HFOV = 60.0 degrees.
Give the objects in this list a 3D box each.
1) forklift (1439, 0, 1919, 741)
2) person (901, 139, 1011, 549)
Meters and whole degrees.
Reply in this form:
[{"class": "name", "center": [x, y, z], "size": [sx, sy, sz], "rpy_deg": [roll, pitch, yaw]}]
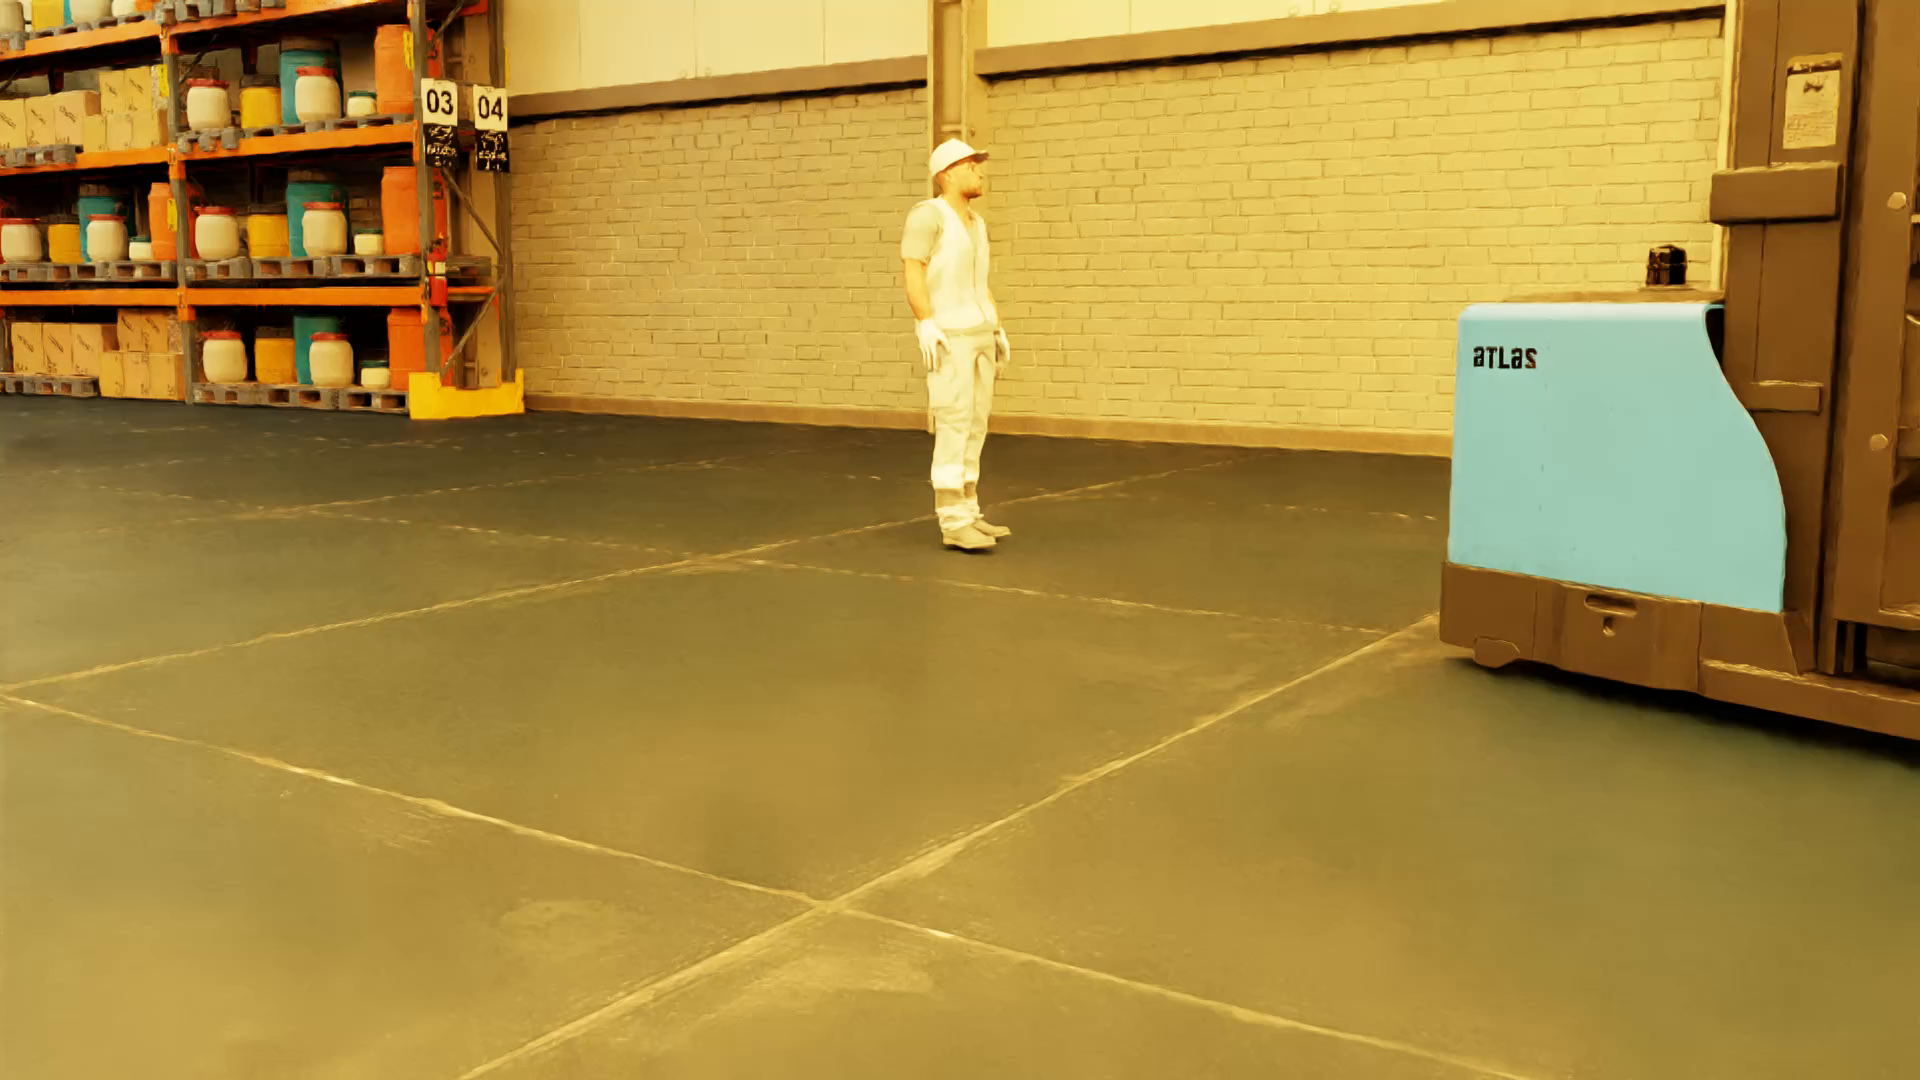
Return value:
[{"class": "forklift", "center": [2.709, -0.953, 3.893], "size": [1.130, 2.935, 3.031], "rpy_deg": [-6, 10, -36]}, {"class": "person", "center": [0.061, -0.885, 7.423], "size": [0.561, 1.787, 0.637], "rpy_deg": [5, 10, 34]}]
